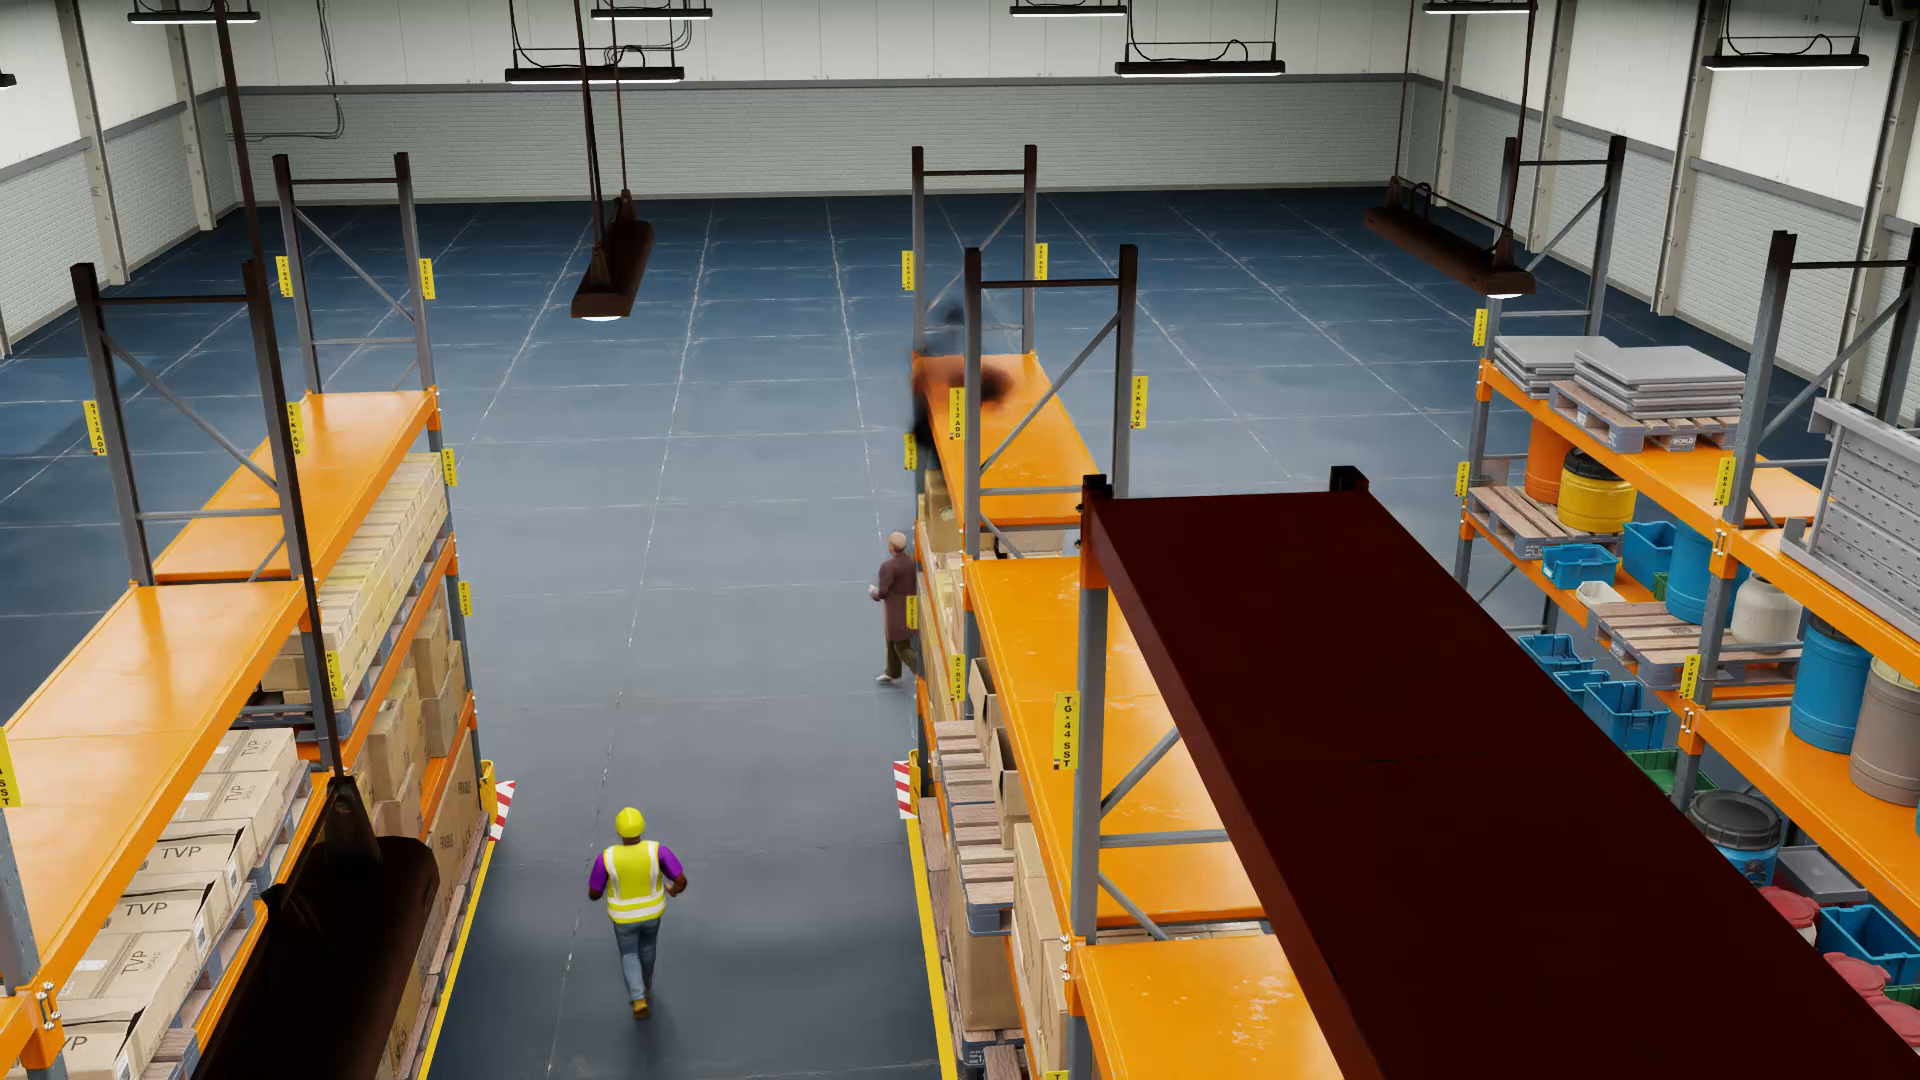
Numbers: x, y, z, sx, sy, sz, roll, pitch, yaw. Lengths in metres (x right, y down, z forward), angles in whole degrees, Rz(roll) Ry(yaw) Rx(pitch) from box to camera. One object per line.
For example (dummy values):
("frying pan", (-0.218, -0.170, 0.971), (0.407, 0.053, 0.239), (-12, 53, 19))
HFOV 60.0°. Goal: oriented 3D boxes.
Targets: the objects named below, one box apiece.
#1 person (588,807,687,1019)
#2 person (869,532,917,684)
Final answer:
("person", (-2.379, 2.766, 12.307), (0.700, 1.762, 0.871), (-7, 23, -16))
("person", (-0.568, 0.804, 17.193), (0.962, 1.807, 0.687), (16, 27, 35))
